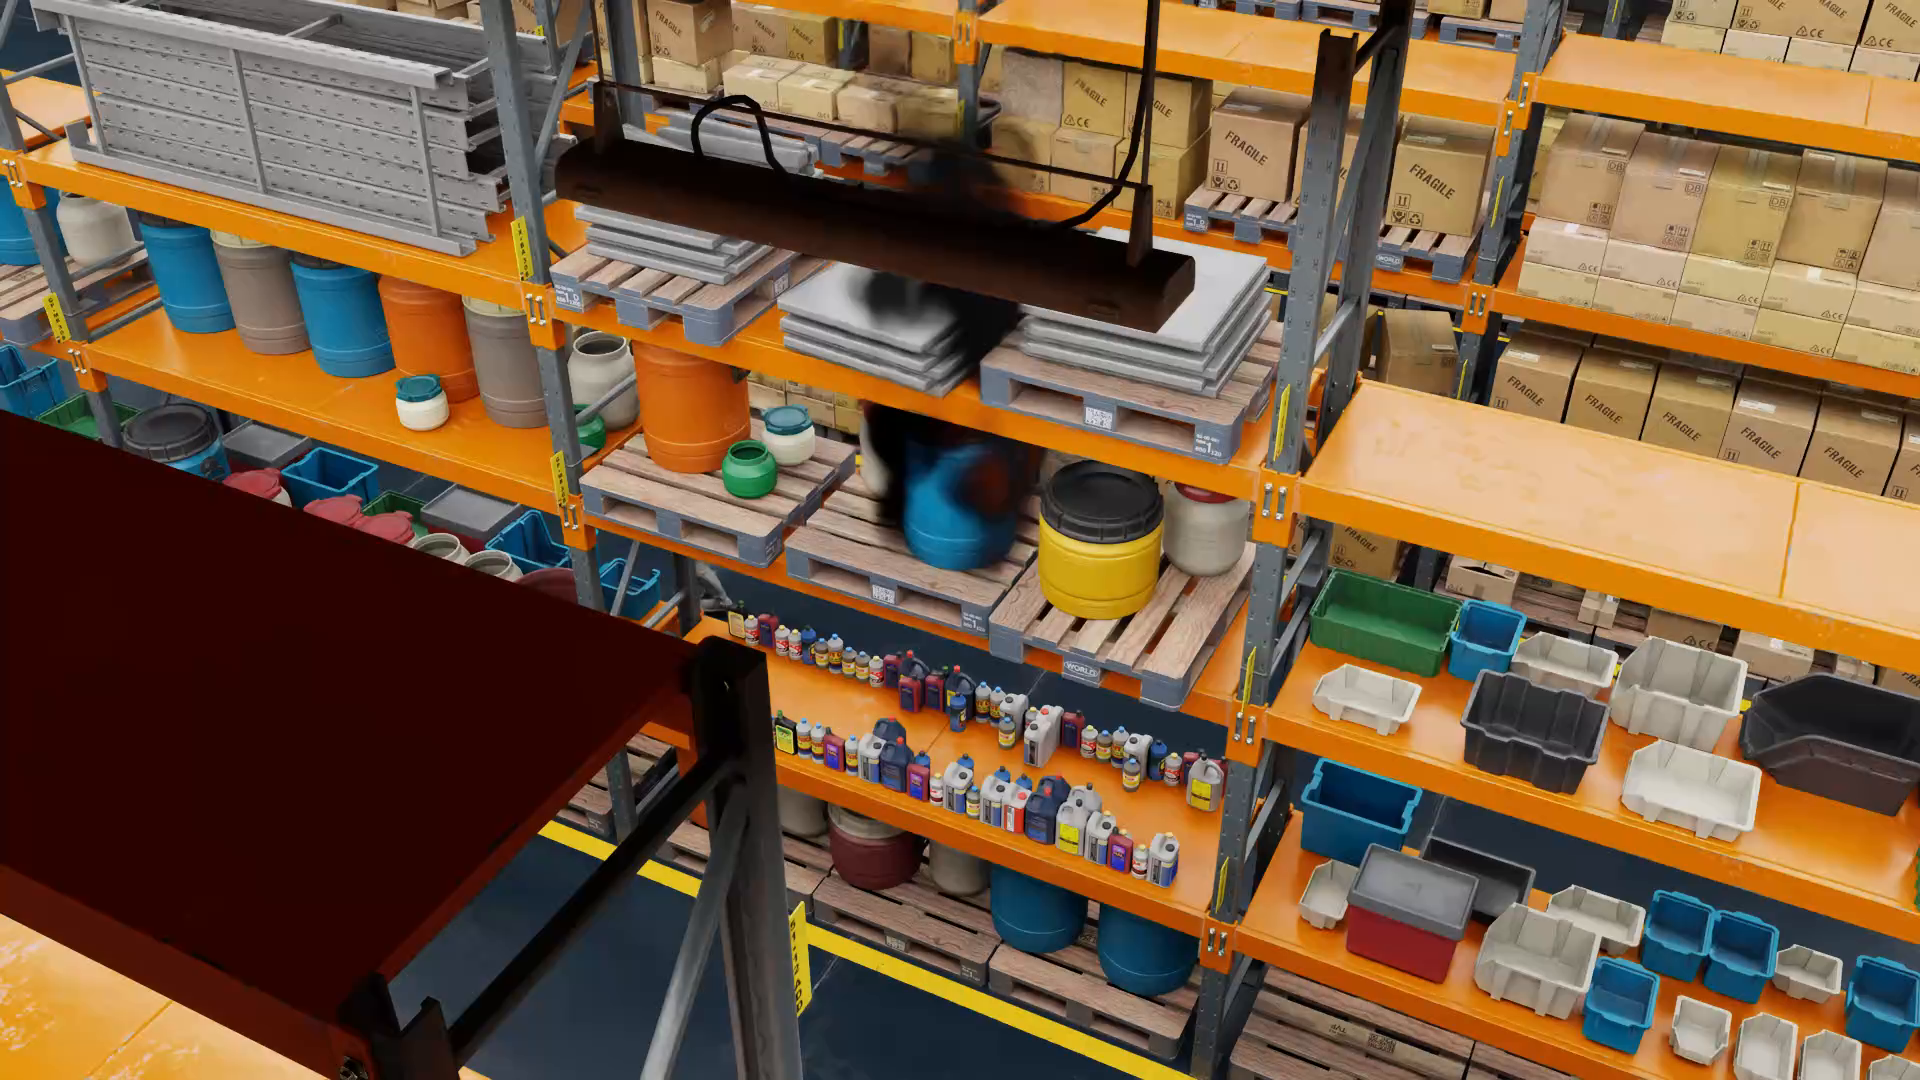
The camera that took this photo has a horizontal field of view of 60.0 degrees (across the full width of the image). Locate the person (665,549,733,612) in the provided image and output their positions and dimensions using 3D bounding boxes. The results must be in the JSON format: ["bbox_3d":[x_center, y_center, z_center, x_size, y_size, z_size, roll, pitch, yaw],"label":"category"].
[{"bbox_3d":[-2.114,-0.180,12.664,0.700,1.646,0.583,8,36,11],"label":"person"}]
